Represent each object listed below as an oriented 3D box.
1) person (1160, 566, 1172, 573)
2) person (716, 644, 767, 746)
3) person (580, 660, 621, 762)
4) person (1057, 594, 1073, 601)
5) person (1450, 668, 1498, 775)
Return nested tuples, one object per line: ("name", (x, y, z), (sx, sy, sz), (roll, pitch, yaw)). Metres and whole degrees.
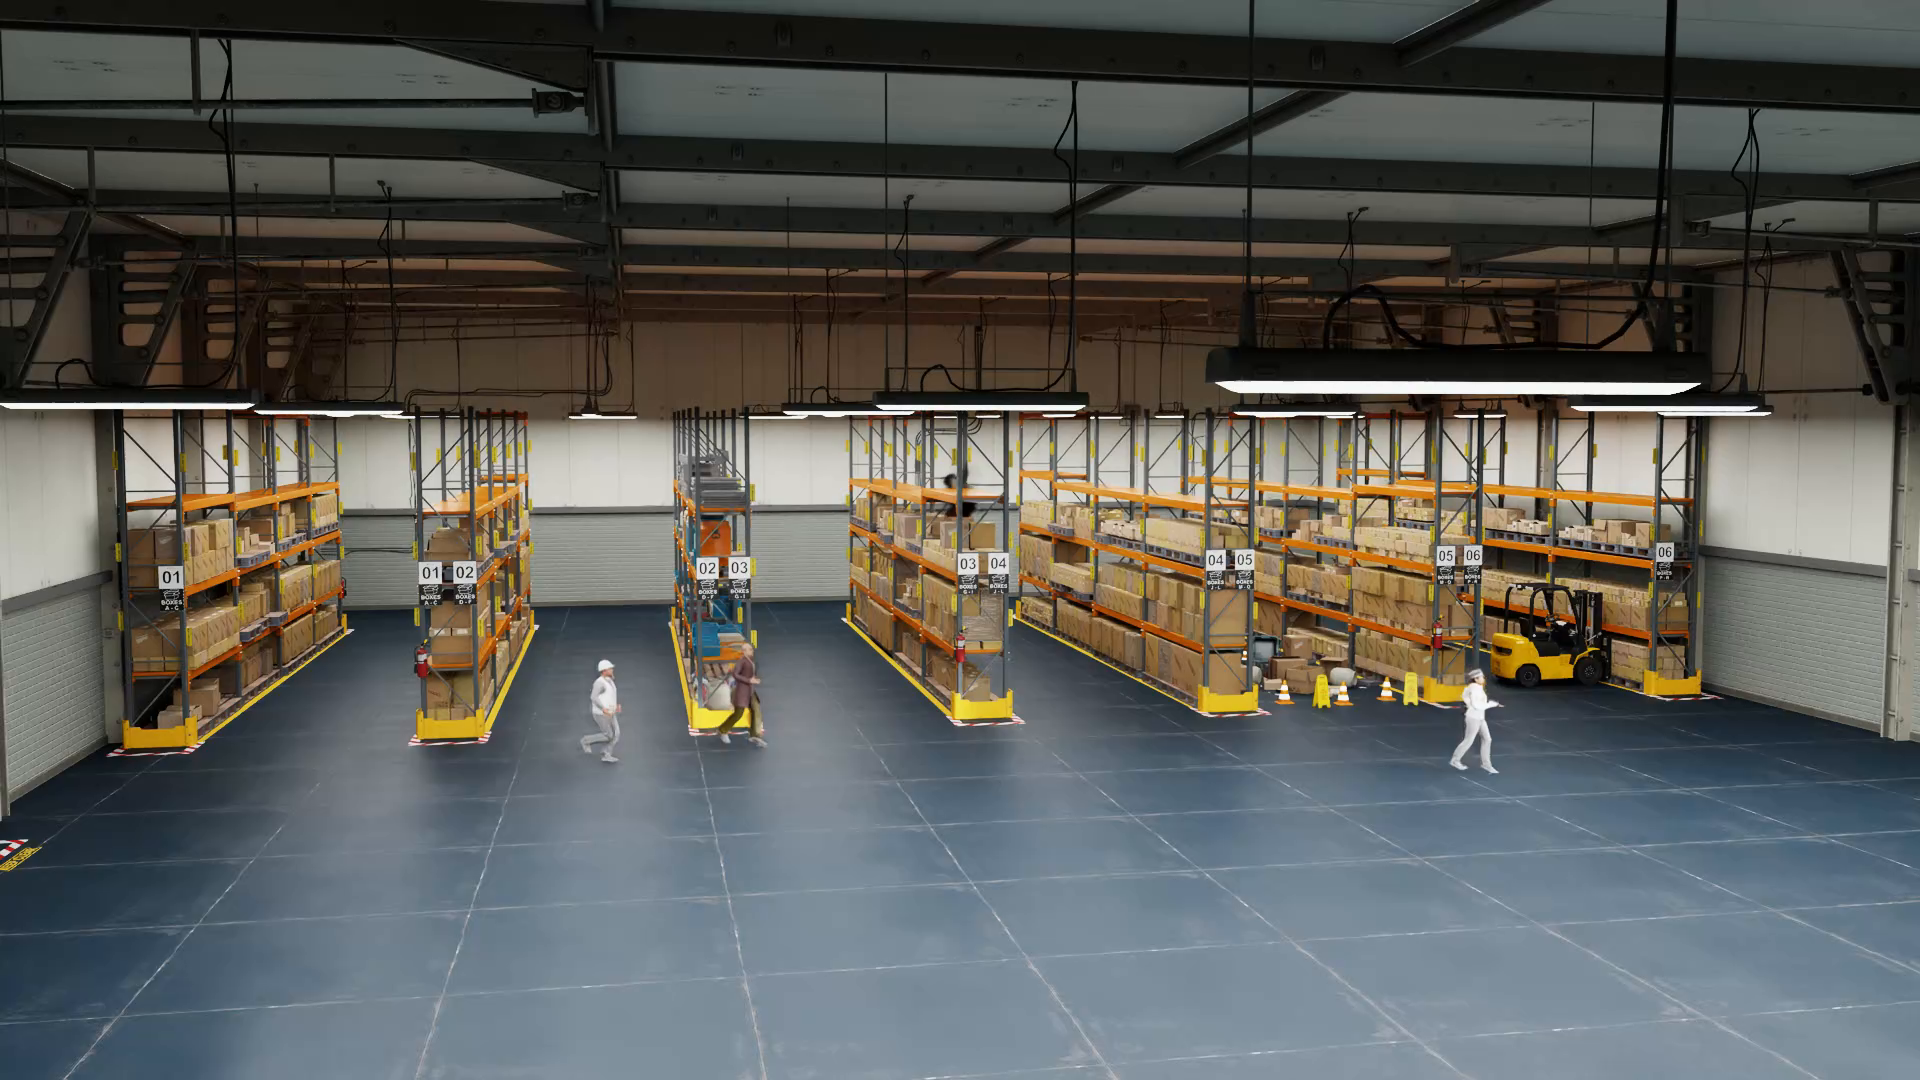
("person", (6.342, 1.300, 50.908), (0.702, 1.639, 0.745), (0, 4, 6))
("person", (-3.818, 2.732, 29.489), (0.991, 1.789, 0.740), (2, 4, 21))
("person", (-6.052, 2.879, 27.990), (0.636, 1.728, 0.650), (1, 4, 12))
("person", (3.182, 1.398, 49.678), (0.690, 1.660, 0.757), (-3, 5, -39))
("person", (8.380, 2.938, 27.064), (0.759, 1.729, 0.608), (2, 4, 23))
